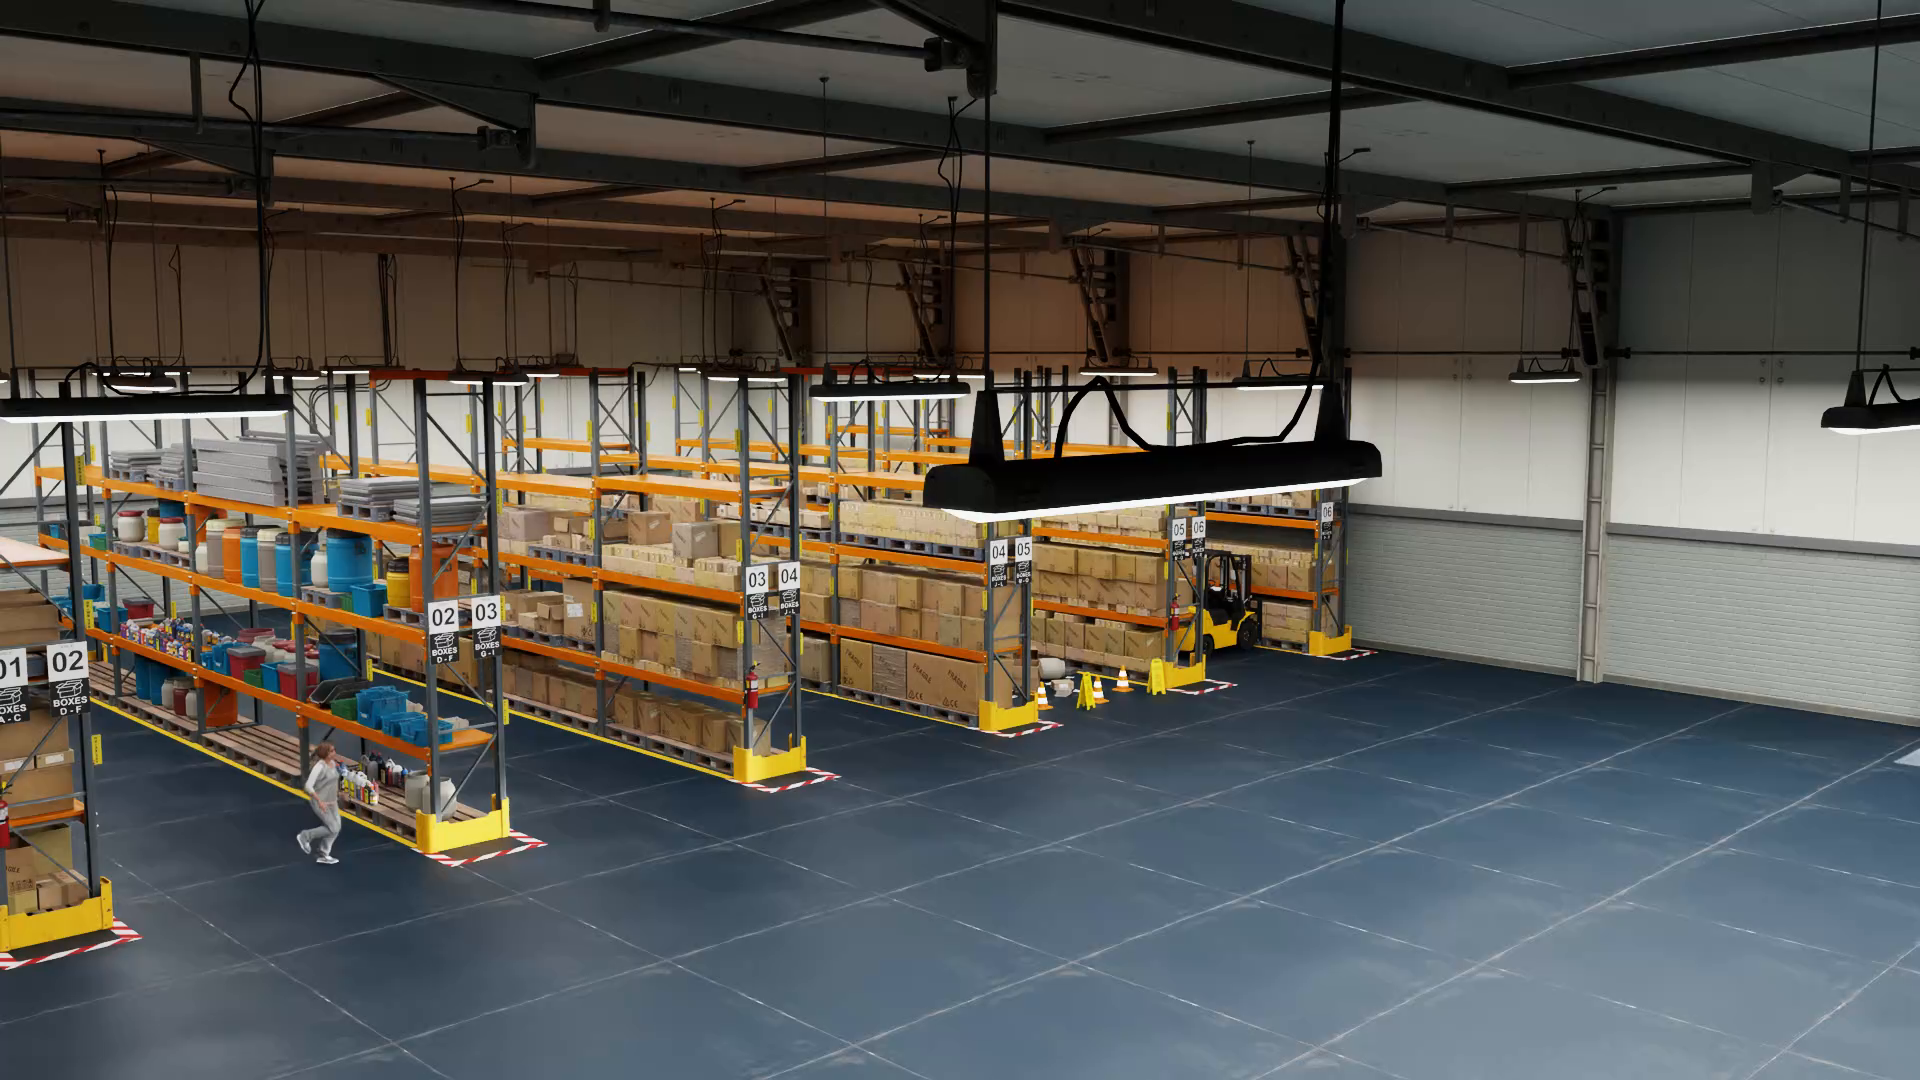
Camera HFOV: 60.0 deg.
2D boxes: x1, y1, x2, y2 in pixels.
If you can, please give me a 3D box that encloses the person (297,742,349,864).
[{"bbox_3d":[-7.900,3.255,20.575,0.573,1.546,0.524,1,7,11],"label":"person"}]
